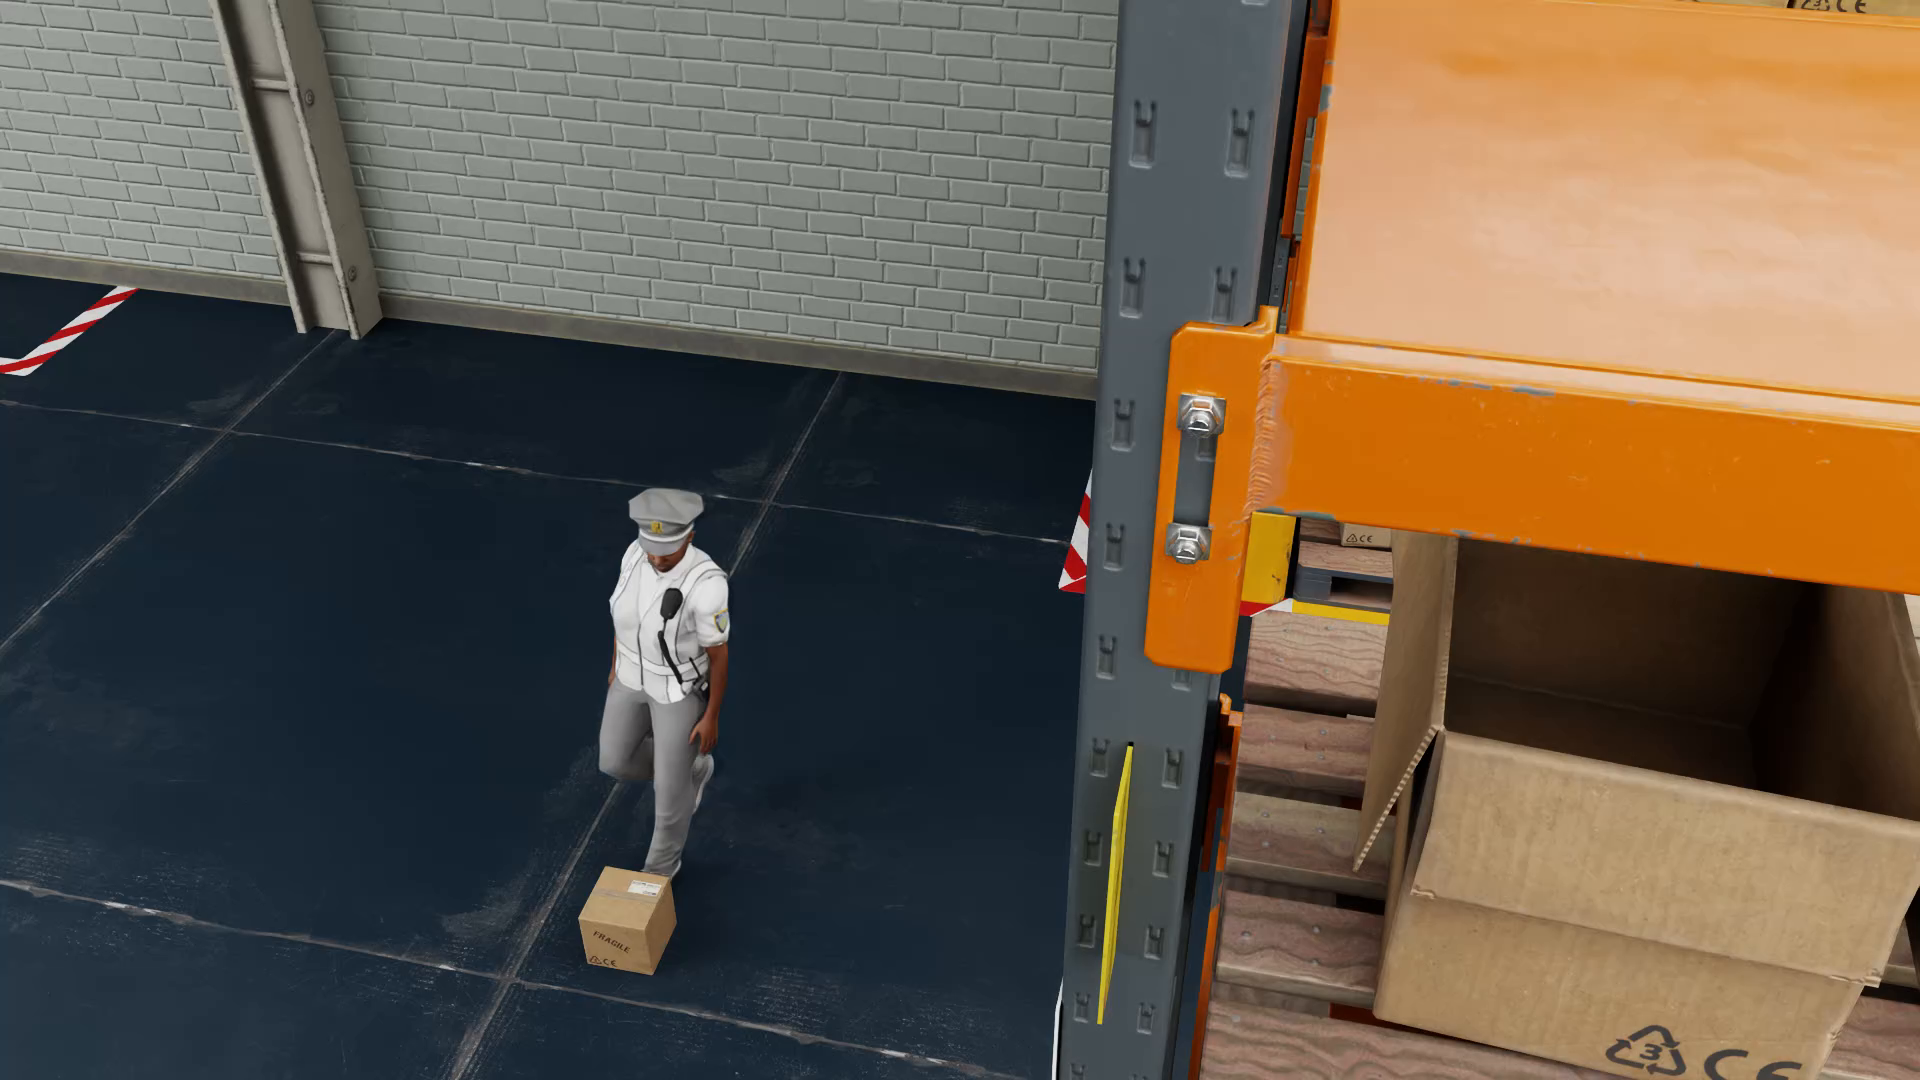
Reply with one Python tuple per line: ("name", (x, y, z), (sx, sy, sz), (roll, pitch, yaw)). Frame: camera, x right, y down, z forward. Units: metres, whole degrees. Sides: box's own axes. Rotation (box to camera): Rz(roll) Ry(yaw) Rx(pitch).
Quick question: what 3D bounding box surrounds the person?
("person", (-1.083, 0.558, 5.890), (0.519, 1.648, 0.623), (21, 41, 25))
